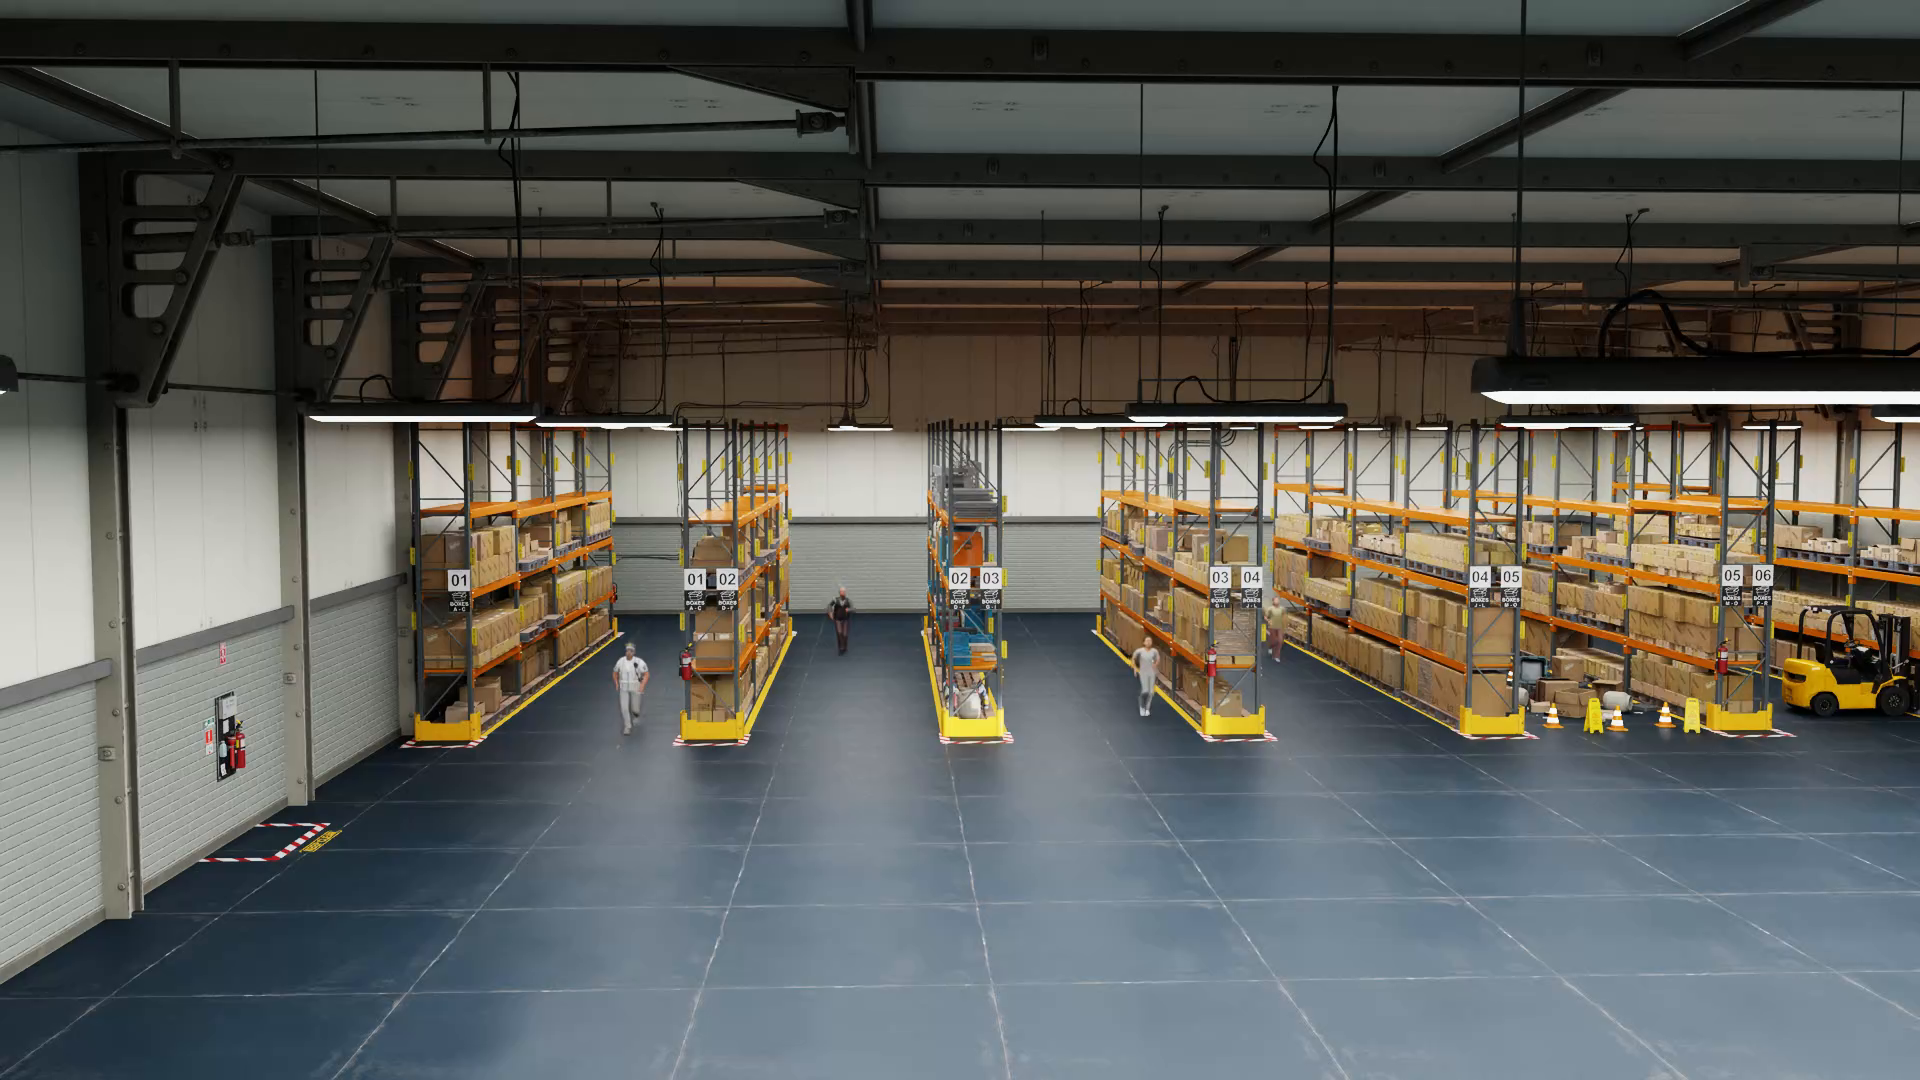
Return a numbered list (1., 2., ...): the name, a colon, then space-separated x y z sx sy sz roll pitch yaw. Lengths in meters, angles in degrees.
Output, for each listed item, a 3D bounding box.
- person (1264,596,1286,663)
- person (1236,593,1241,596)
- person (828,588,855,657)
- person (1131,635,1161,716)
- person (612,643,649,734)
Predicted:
1. person: 7.969 2.229 41.946 0.579 1.654 0.791 0 4 -4
2. person: 7.786 1.985 45.644 0.618 1.676 0.553 0 4 5
3. person: -3.046 2.102 43.041 0.668 1.720 0.947 -1 4 -12
4. person: 3.776 2.737 33.522 0.546 1.639 0.643 -1 4 -9
5. person: -6.301 2.813 31.801 0.699 1.721 0.707 0 4 -2
